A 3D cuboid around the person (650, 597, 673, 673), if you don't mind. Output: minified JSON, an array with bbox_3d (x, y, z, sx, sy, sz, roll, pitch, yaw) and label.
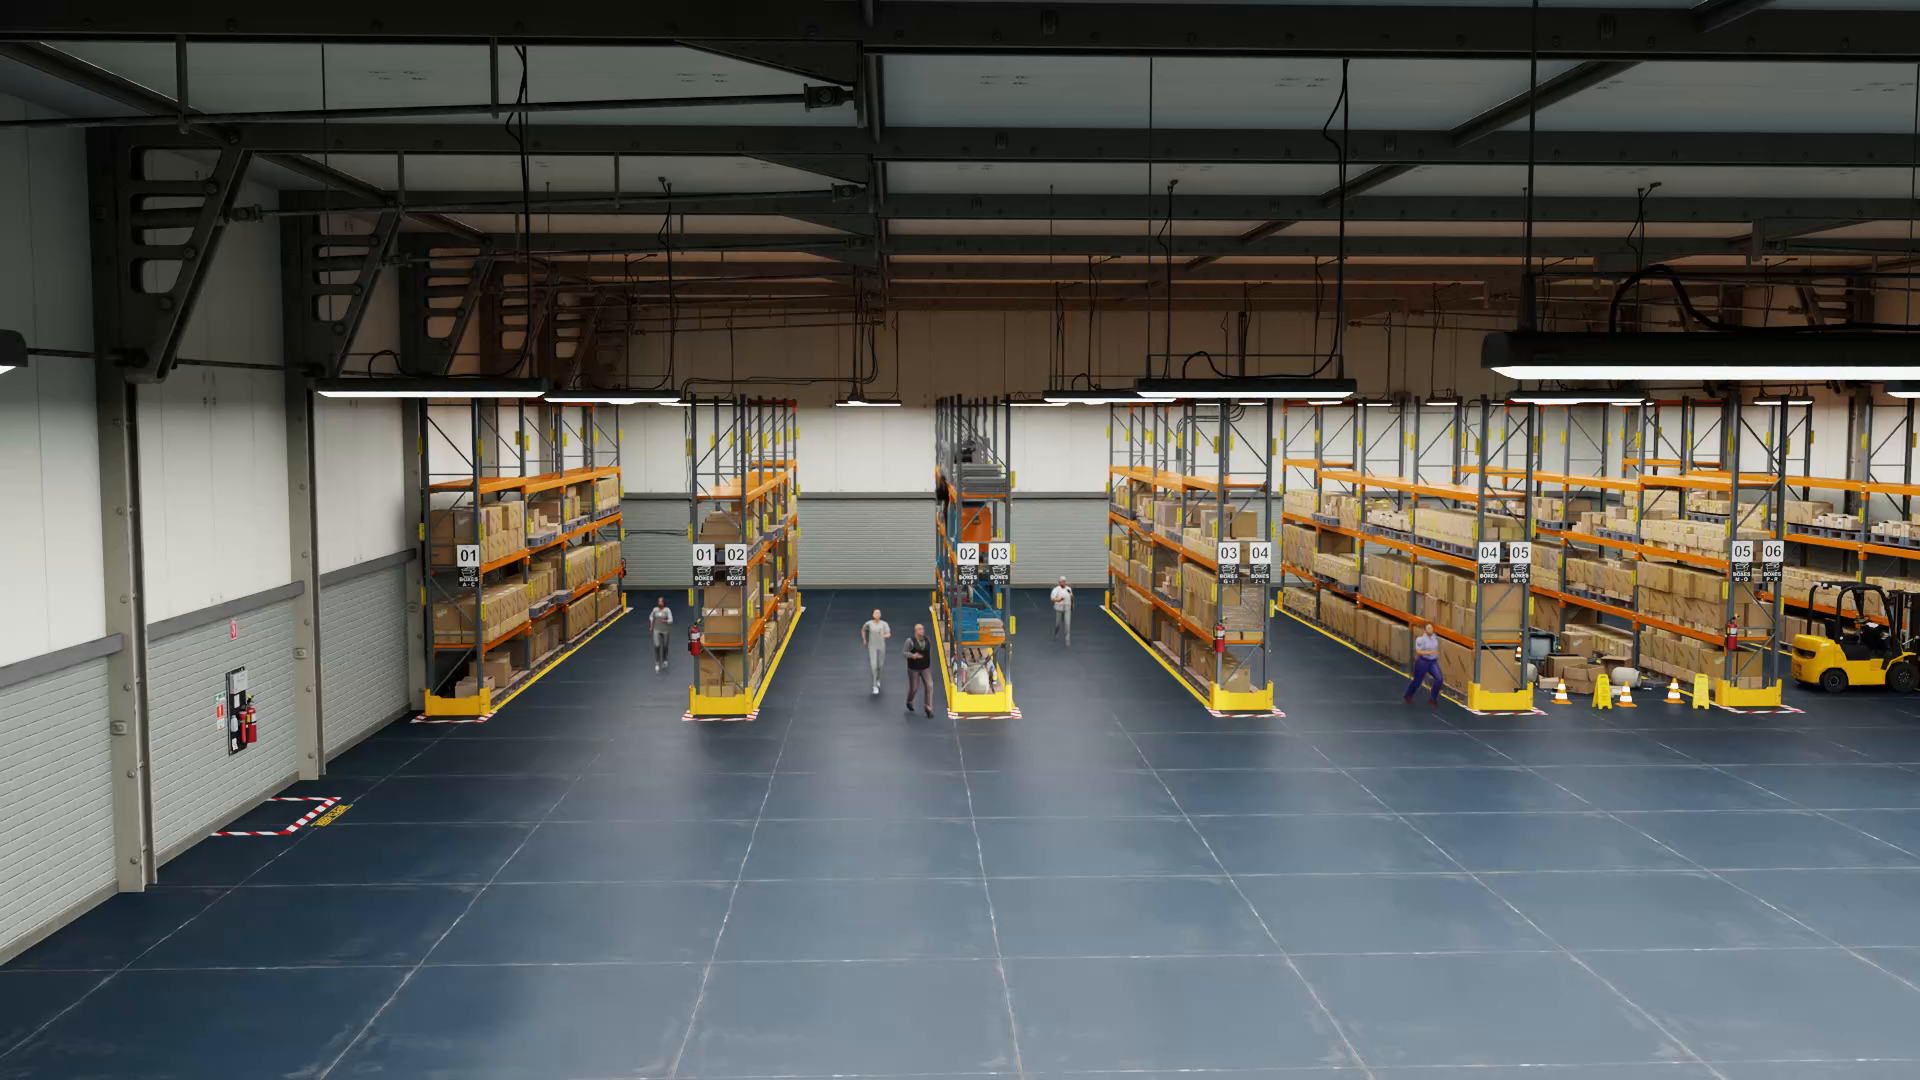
[{"bbox_3d":[-6.534,2.056,36.365,0.510,1.642,0.733,-1,5,-7],"label":"person"}]

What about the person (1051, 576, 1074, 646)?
[{"bbox_3d":[2.490,1.706,40.289,0.607,1.651,0.899,-1,5,-6],"label":"person"}]

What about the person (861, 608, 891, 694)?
[{"bbox_3d":[-1.691,2.209,33.693,0.554,1.682,0.907,-1,5,-12],"label":"person"}]

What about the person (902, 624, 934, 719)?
[{"bbox_3d":[-0.779,2.433,31.065,0.679,1.761,0.884,-2,5,-22],"label":"person"}]

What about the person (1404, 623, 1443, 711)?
[{"bbox_3d":[8.920,2.414,31.827,0.612,1.677,0.869,-2,5,-22],"label":"person"}]
